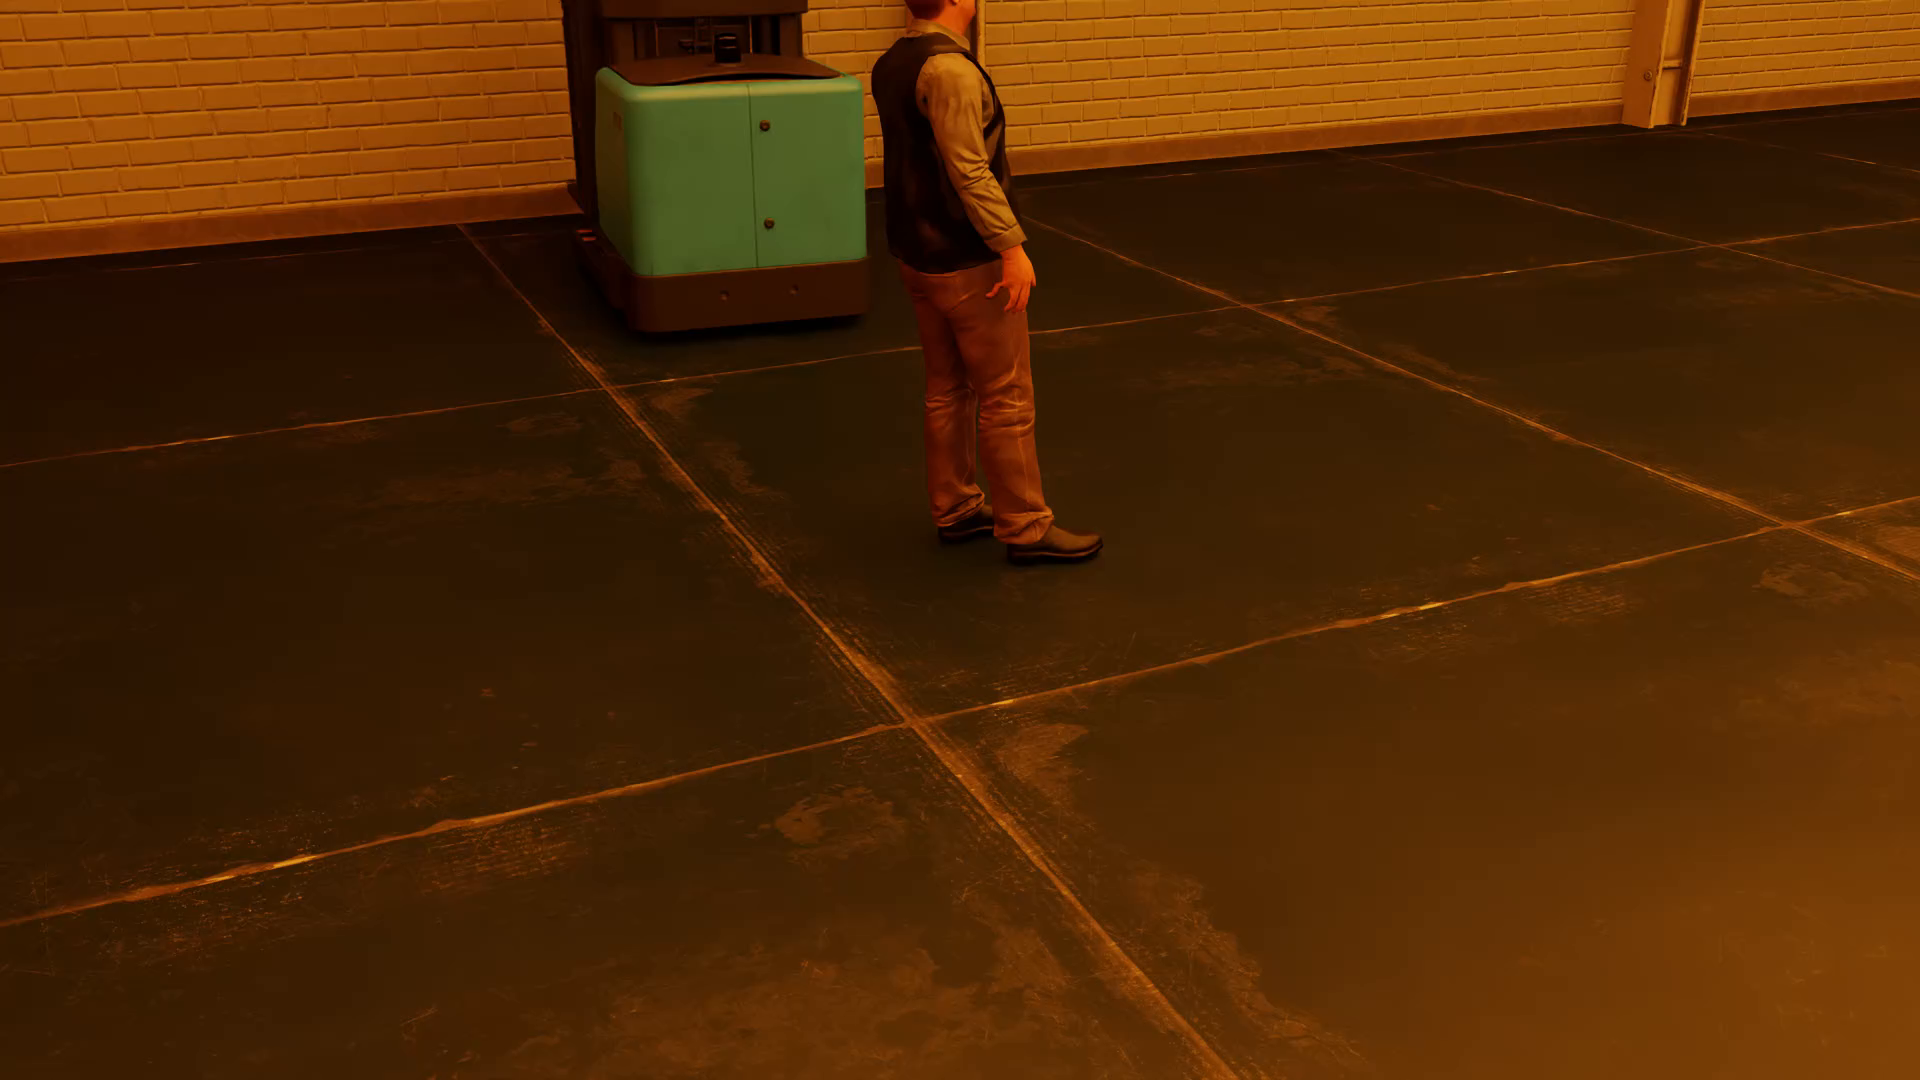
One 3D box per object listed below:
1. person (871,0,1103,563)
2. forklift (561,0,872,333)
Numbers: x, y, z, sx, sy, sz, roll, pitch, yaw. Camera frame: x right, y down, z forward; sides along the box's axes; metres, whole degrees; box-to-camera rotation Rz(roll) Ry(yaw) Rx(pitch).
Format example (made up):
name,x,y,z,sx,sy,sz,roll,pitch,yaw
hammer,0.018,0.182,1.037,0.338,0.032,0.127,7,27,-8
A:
name,x,y,z,sx,sy,sz,roll,pitch,yaw
person,0.060,-0.810,4.792,0.566,1.722,0.634,-10,25,-23
forklift,-1.367,-2.767,7.946,1.130,2.935,3.031,-8,24,-18
